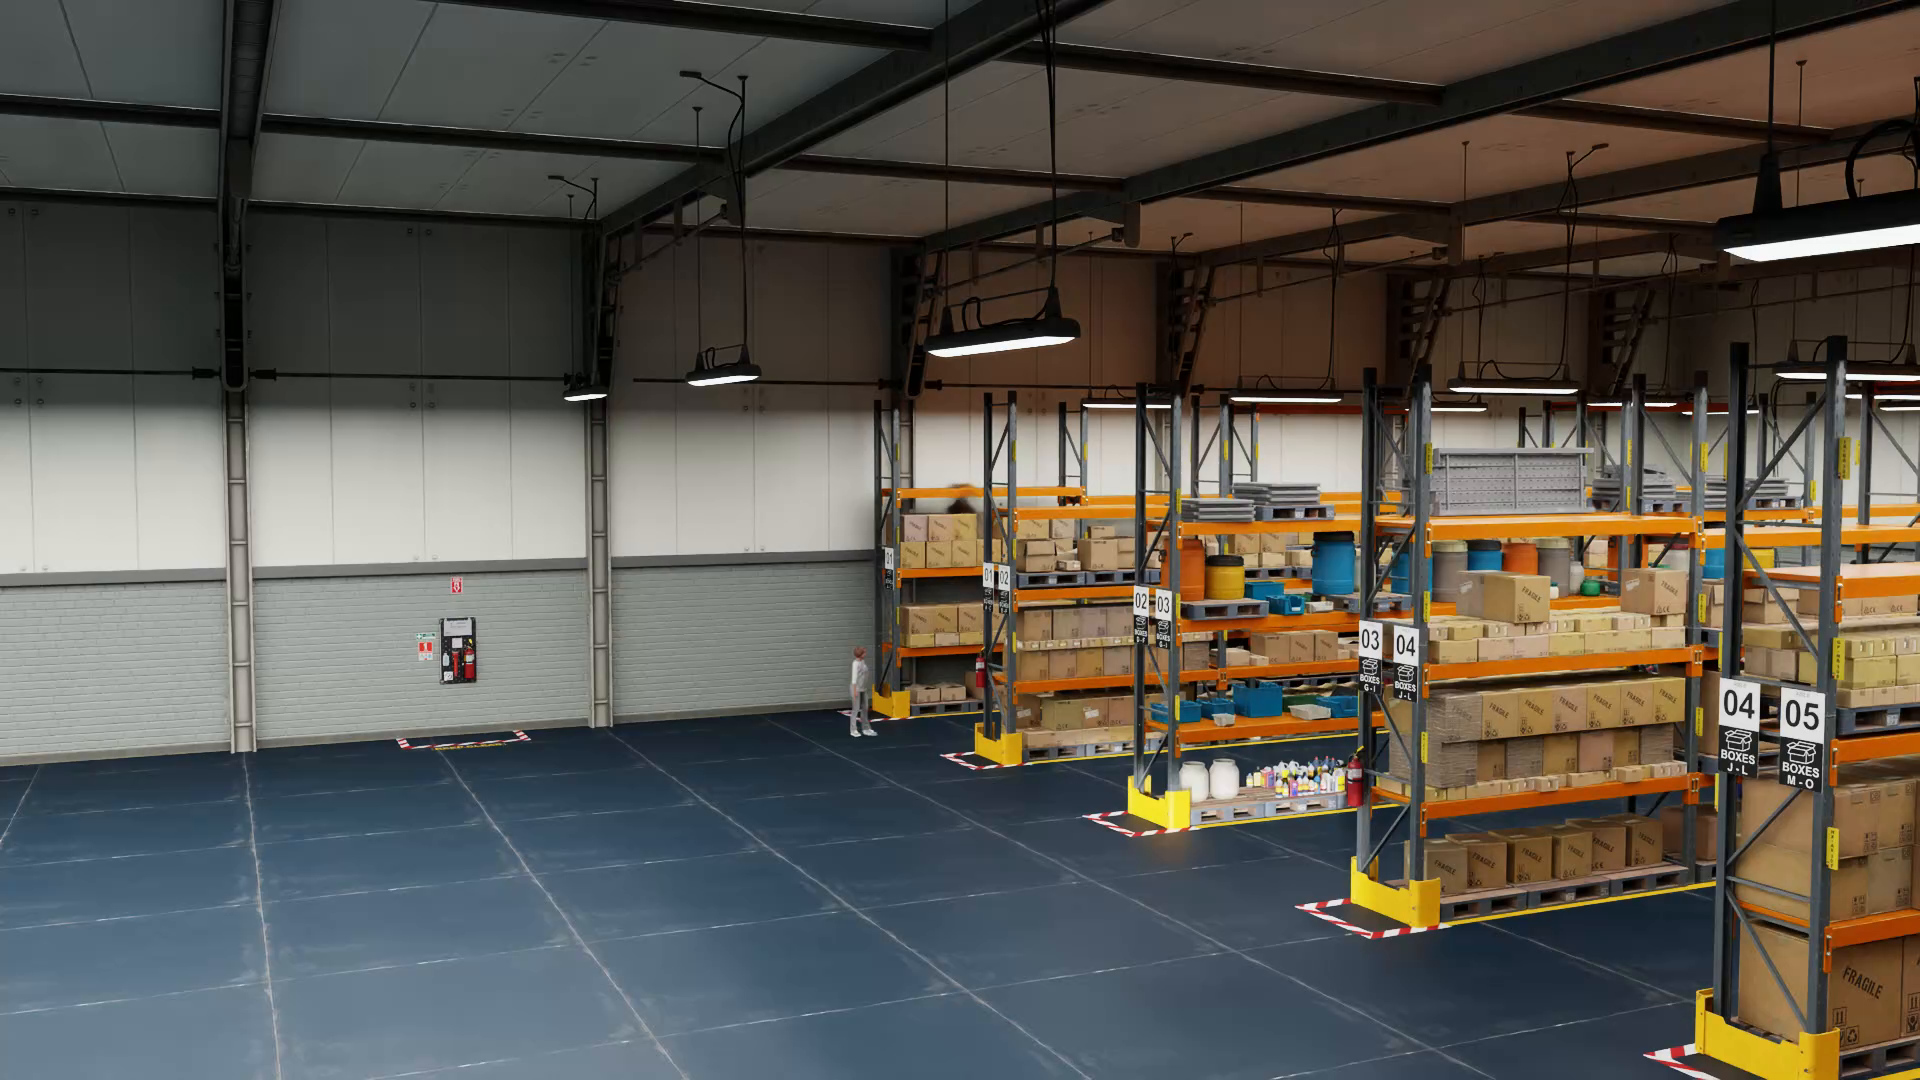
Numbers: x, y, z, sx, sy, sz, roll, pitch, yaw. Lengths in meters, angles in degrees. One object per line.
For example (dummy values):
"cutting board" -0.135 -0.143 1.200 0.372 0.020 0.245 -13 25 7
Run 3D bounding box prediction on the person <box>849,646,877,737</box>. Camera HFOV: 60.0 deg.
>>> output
"person" -1.737 2.672 29.328 0.447 1.613 0.492 1 4 20

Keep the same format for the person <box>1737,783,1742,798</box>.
"person" 11.076 3.018 23.075 0.988 1.598 0.444 -2 4 -26
